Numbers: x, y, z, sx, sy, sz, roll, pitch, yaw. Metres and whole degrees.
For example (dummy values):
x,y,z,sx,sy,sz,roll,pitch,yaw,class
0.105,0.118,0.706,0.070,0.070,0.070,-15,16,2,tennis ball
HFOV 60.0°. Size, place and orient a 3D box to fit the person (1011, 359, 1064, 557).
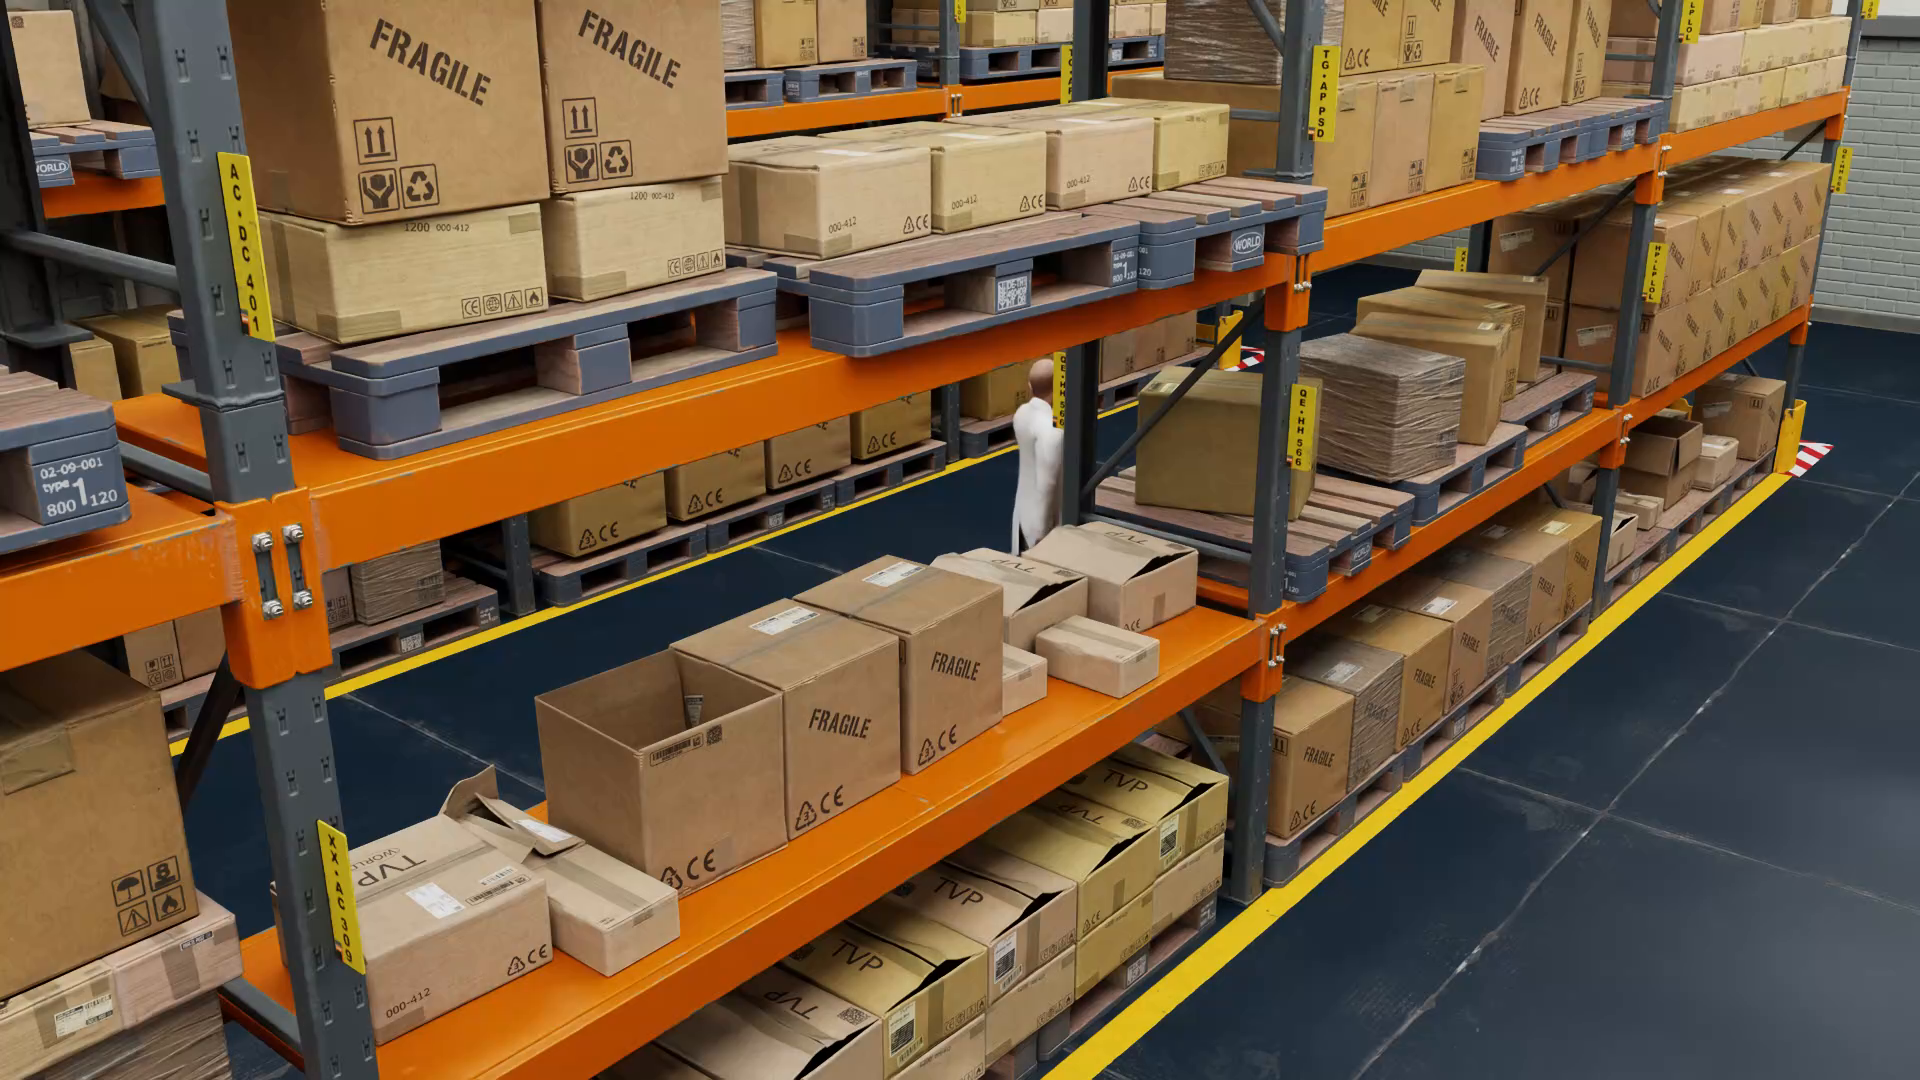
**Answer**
x,y,z,sx,sy,sz,roll,pitch,yaw,class
0.481,-0.102,8.881,0.878,1.739,0.588,-6,21,-17,person
